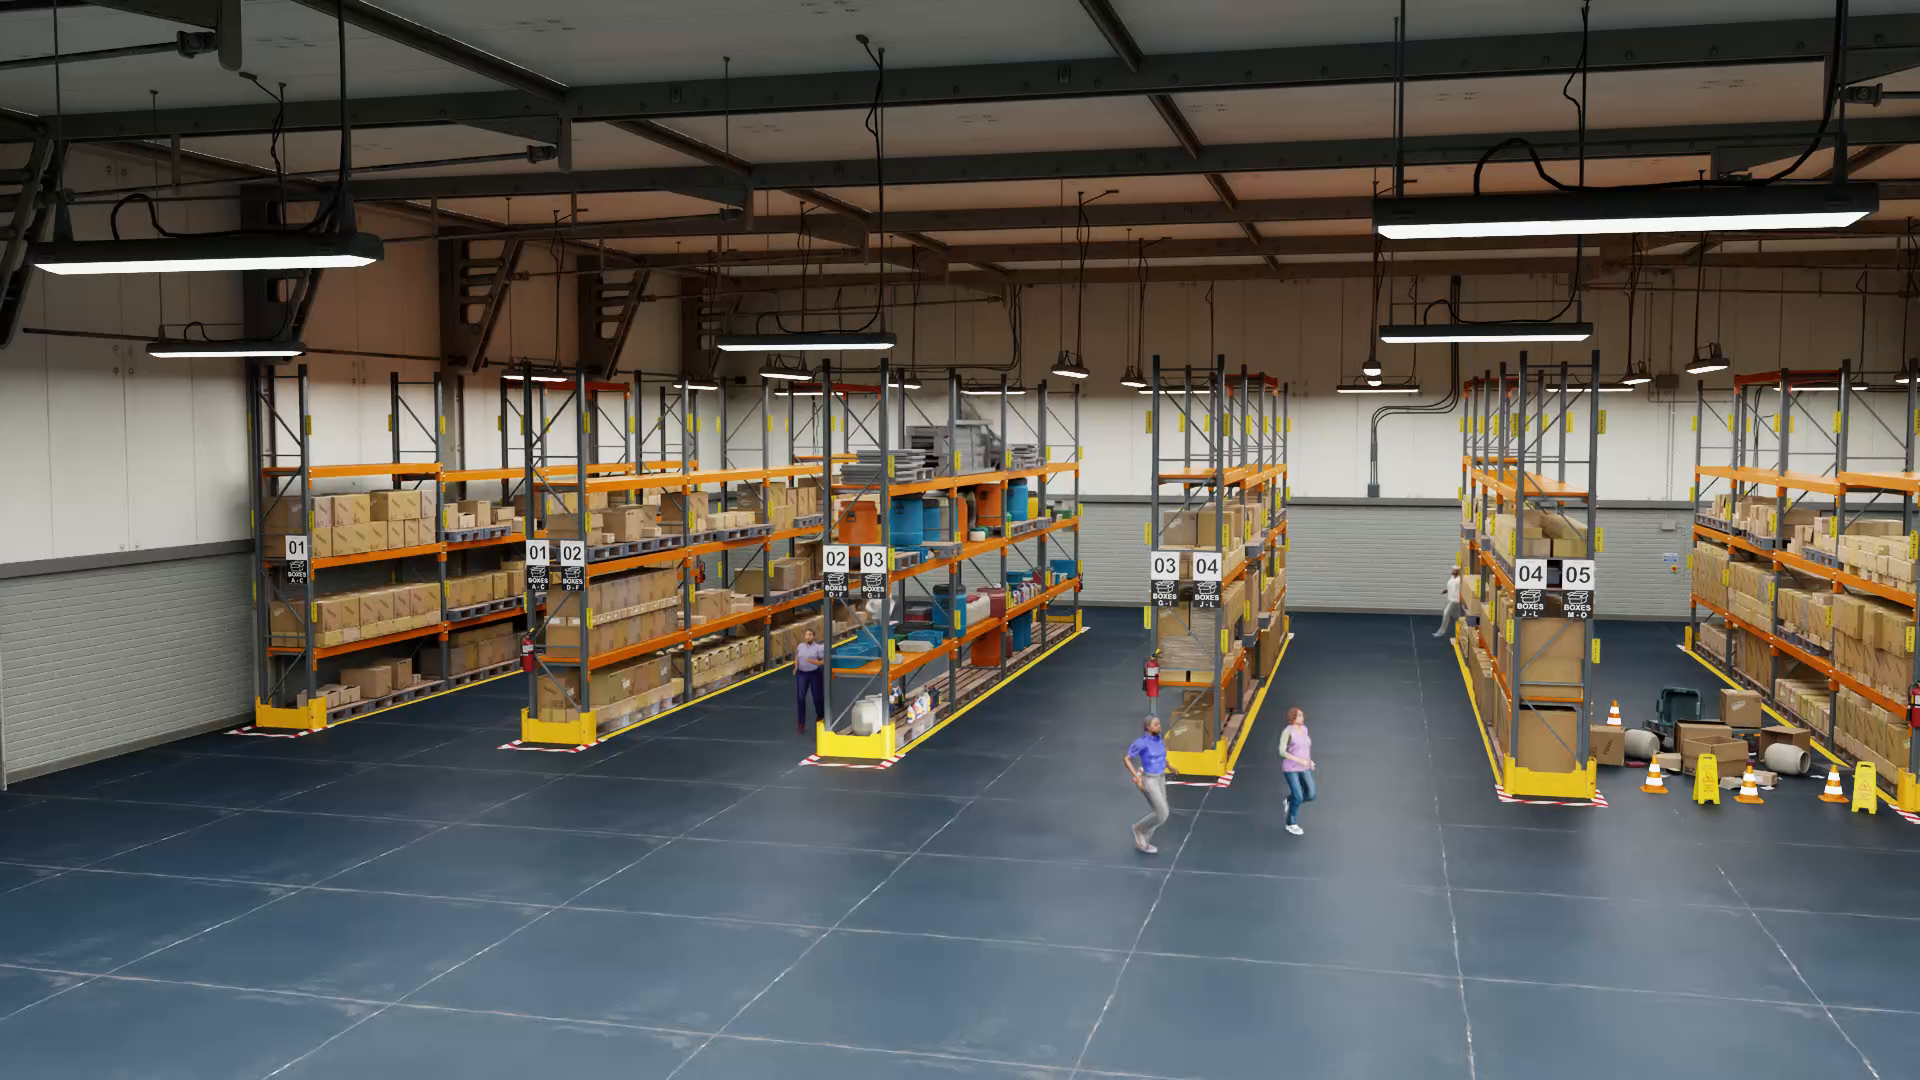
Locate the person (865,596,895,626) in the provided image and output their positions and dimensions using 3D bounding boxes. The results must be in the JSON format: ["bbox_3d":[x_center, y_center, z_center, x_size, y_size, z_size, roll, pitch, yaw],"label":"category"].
[{"bbox_3d":[-1.716,1.717,35.524,0.578,1.721,1.066,1,4,11],"label":"person"}]

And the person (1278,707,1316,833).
[{"bbox_3d":[4.139,2.825,20.416,0.537,1.560,0.544,-3,5,-34],"label":"person"}]

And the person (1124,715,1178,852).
[{"bbox_3d":[2.283,2.857,19.395,0.569,1.603,0.560,3,5,41],"label":"person"}]

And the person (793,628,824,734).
[{"bbox_3d":[-2.465,2.283,27.316,0.594,1.671,0.895,0,4,6],"label":"person"}]

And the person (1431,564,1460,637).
[{"bbox_3d":[11.634,1.417,39.170,0.963,1.747,0.759,0,4,-5],"label":"person"}]
